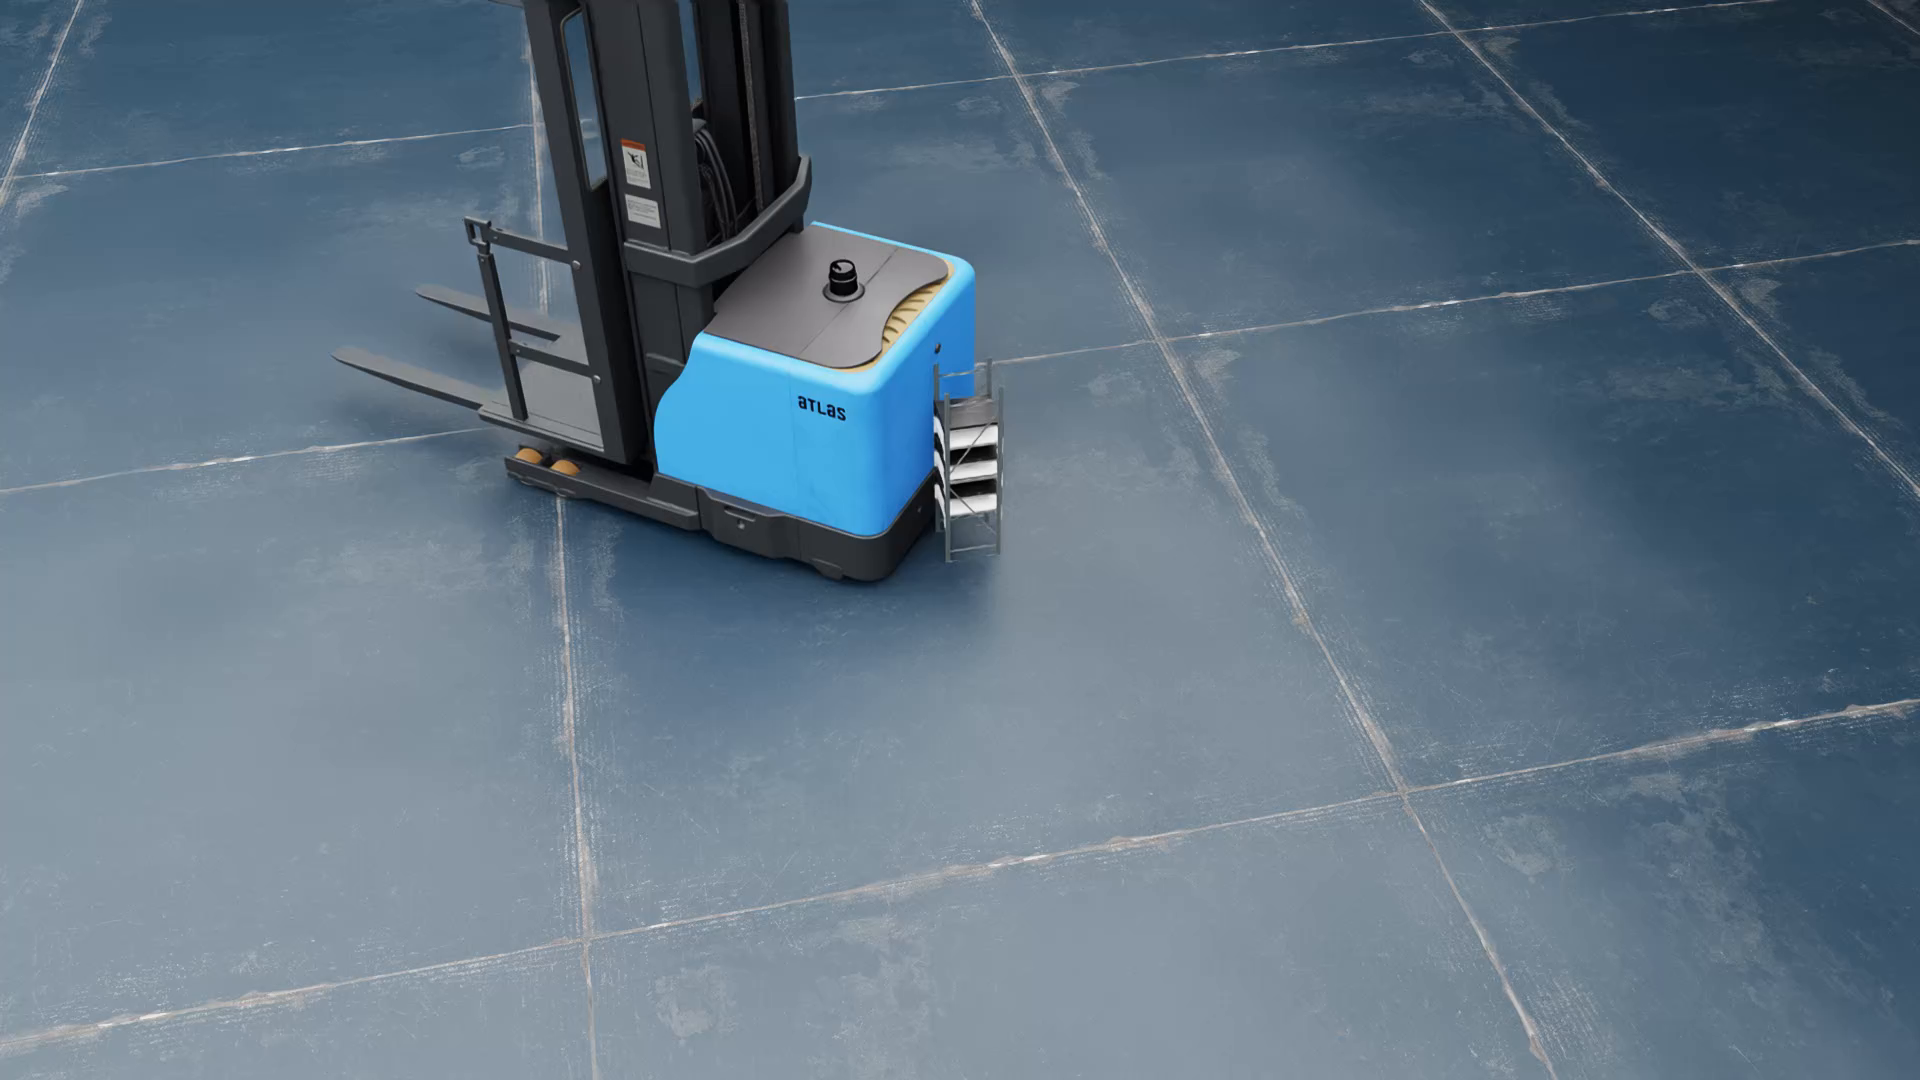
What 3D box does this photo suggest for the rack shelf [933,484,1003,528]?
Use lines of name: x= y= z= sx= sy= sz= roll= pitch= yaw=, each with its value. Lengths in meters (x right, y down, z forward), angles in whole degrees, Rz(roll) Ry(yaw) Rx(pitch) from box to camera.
rack shelf: x=0.033 y=-0.162 z=7.076 sx=0.258 sy=0.077 sz=0.200 roll=-8 pitch=42 yaw=-9

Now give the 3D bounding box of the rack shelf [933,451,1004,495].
rack shelf: x=0.034 y=-0.297 z=6.956 sx=0.258 sy=0.077 sz=0.200 roll=-8 pitch=42 yaw=-9

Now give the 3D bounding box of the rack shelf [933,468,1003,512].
rack shelf: x=0.033 y=-0.229 z=7.016 sx=0.258 sy=0.077 sz=0.200 roll=-8 pitch=42 yaw=-9

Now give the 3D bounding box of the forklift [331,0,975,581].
forklift: x=-1.481 y=-1.587 z=6.830 sx=3.031 sy=2.935 sz=1.130 roll=17 pitch=44 yaw=18

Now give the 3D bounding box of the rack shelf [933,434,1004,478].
rack shelf: x=0.034 y=-0.364 z=6.897 sx=0.258 sy=0.077 sz=0.200 roll=-8 pitch=42 yaw=-9

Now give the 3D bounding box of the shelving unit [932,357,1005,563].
shelving unit: x=0.034 y=-0.321 z=6.934 sx=0.258 sy=0.900 sz=0.210 roll=-8 pitch=42 yaw=-9

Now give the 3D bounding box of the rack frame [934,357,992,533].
rack frame: x=0.012 y=-0.387 z=7.008 sx=0.240 sy=0.900 sz=0.006 roll=-8 pitch=42 yaw=-9

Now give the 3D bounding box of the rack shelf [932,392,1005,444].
rack shelf: x=0.034 y=-0.498 z=6.777 sx=0.258 sy=0.077 sz=0.200 roll=-8 pitch=42 yaw=-9

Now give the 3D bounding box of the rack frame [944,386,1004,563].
rack frame: x=0.056 y=-0.256 z=6.860 sx=0.240 sy=0.900 sz=0.006 roll=-8 pitch=42 yaw=-9

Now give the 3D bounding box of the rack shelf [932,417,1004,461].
rack shelf: x=0.034 y=-0.431 z=6.837 sx=0.258 sy=0.077 sz=0.200 roll=-8 pitch=42 yaw=-9
